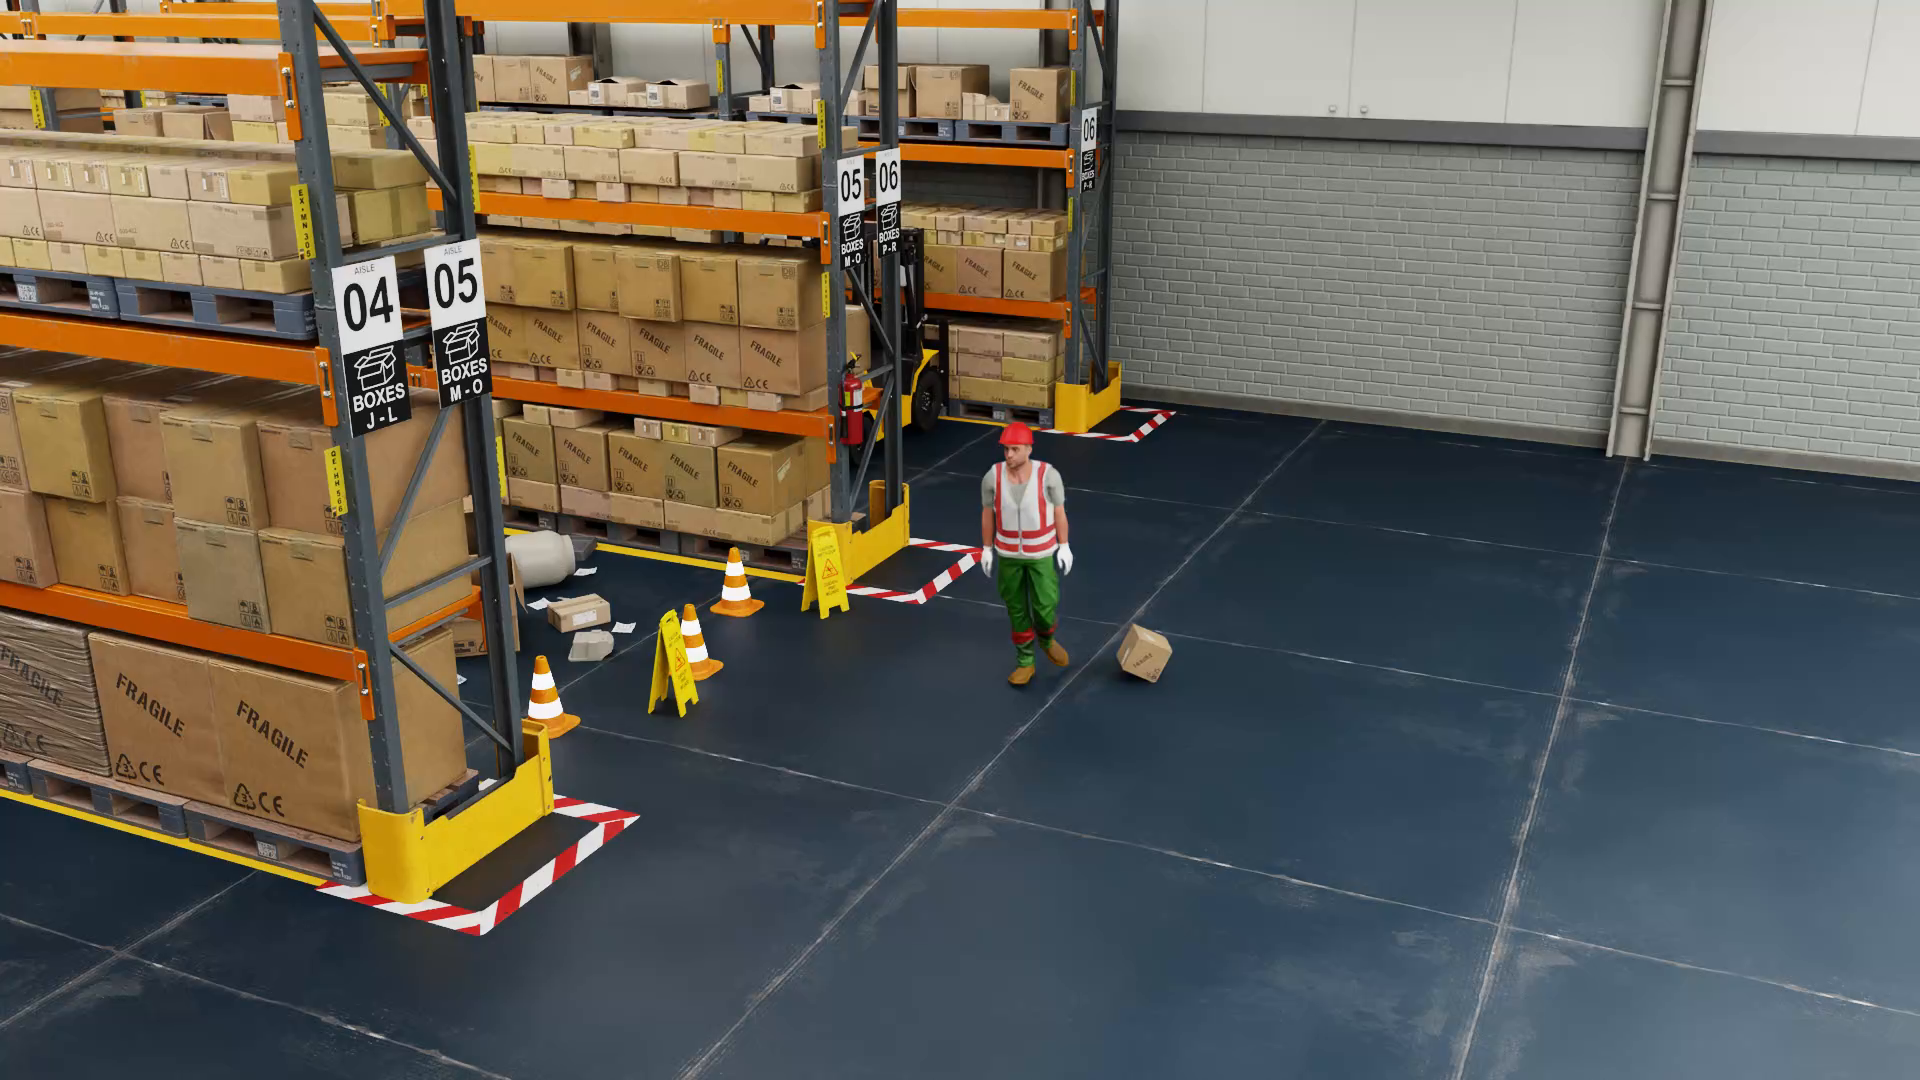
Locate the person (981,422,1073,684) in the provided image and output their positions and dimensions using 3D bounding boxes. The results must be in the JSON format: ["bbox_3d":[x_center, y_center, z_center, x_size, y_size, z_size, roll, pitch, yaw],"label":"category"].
[{"bbox_3d":[0.430,0.079,10.770,0.596,1.782,0.530,5,19,14],"label":"person"}]
